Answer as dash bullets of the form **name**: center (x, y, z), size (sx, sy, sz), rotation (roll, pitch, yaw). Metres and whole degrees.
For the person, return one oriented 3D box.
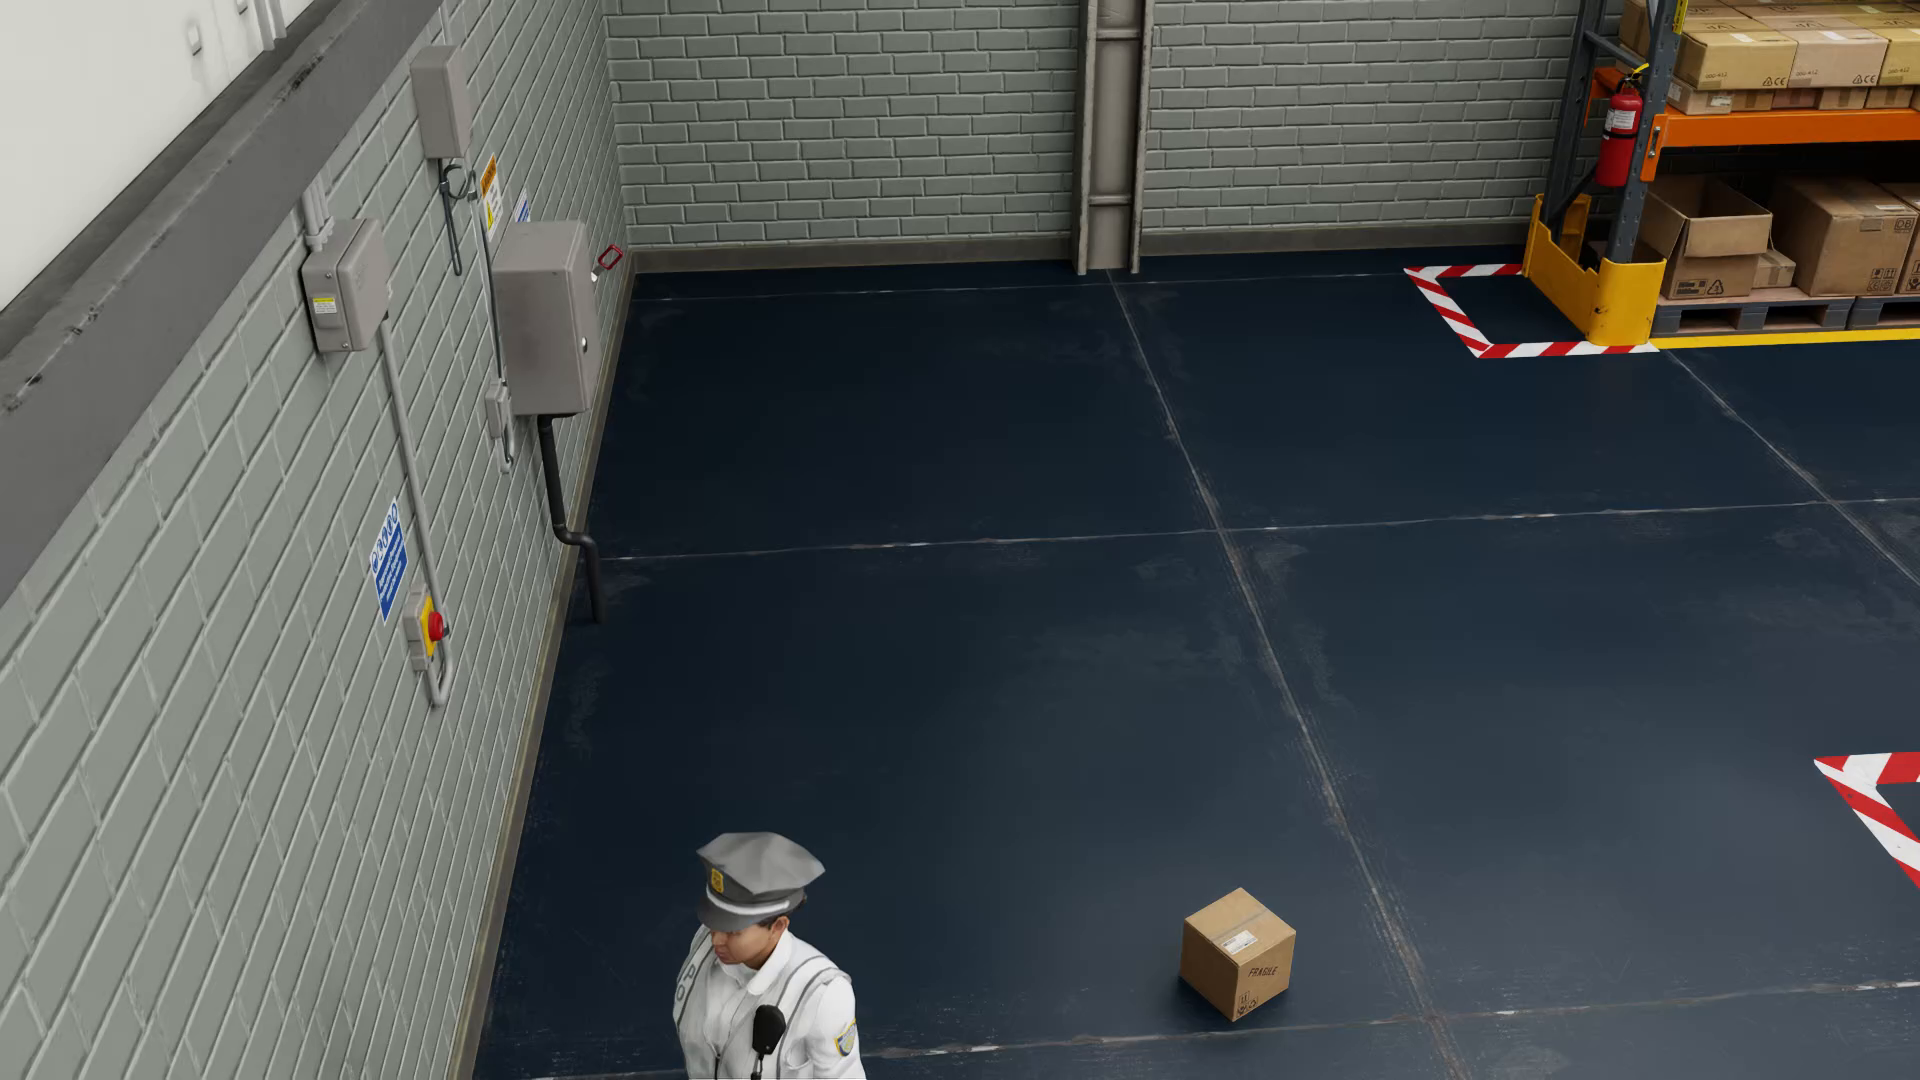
- **person**: center (-0.450, 1.389, 3.867), size (0.465, 1.644, 0.327), rotation (20, 36, 29)
